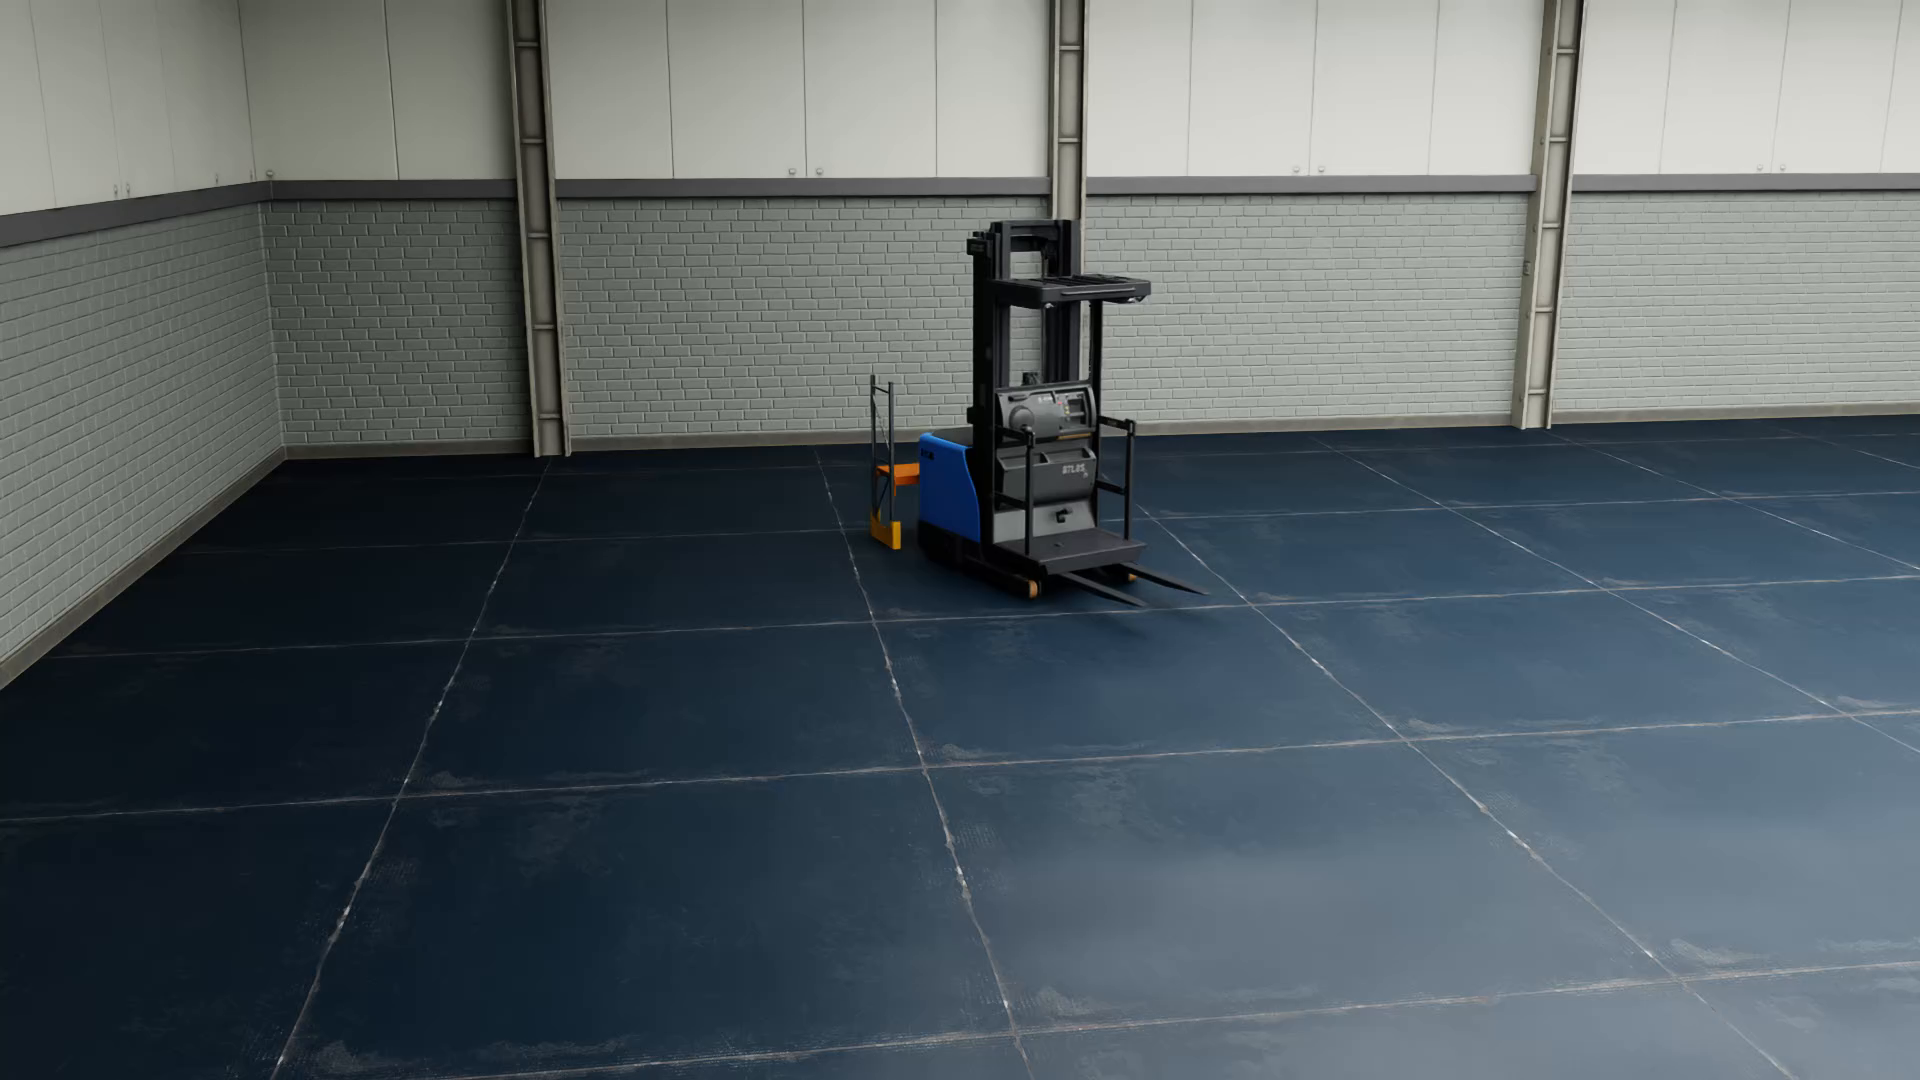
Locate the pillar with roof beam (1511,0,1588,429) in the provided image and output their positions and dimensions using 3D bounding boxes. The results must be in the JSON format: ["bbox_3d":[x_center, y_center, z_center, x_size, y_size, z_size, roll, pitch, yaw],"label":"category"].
[{"bbox_3d":[7.814,-4.756,15.688,0.400,9.000,9.100,-2,14,-8],"label":"pillar with roof beam"}]

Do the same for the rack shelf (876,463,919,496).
[{"bbox_3d":[-0.231,-0.586,15.216,1.000,0.185,0.538,-6,15,-23],"label":"rack shelf"}]

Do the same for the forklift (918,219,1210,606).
[{"bbox_3d":[0.829,-1.073,13.475,1.130,2.935,3.031,-9,16,-31],"label":"forklift"}]

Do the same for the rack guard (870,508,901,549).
[{"bbox_3d":[-0.680,-0.107,15.136,0.087,0.250,0.587,-6,15,-23],"label":"rack guard"}]

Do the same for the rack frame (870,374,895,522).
[{"bbox_3d":[-0.697,-0.712,14.976,0.032,1.500,0.500,-6,15,-23],"label":"rack frame"}]

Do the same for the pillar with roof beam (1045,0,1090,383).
[{"bbox_3d":[1.881,-4.539,14.821,0.400,9.000,9.100,-2,14,-8],"label":"pillar with roof beam"}]

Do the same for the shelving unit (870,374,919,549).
[{"bbox_3d":[-0.223,-0.762,15.176,1.083,1.500,0.587,-6,15,-23],"label":"shelving unit"}]

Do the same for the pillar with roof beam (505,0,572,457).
[{"bbox_3d":[-4.052,-4.322,13.954,0.400,9.000,9.100,-2,14,-8],"label":"pillar with roof beam"}]
